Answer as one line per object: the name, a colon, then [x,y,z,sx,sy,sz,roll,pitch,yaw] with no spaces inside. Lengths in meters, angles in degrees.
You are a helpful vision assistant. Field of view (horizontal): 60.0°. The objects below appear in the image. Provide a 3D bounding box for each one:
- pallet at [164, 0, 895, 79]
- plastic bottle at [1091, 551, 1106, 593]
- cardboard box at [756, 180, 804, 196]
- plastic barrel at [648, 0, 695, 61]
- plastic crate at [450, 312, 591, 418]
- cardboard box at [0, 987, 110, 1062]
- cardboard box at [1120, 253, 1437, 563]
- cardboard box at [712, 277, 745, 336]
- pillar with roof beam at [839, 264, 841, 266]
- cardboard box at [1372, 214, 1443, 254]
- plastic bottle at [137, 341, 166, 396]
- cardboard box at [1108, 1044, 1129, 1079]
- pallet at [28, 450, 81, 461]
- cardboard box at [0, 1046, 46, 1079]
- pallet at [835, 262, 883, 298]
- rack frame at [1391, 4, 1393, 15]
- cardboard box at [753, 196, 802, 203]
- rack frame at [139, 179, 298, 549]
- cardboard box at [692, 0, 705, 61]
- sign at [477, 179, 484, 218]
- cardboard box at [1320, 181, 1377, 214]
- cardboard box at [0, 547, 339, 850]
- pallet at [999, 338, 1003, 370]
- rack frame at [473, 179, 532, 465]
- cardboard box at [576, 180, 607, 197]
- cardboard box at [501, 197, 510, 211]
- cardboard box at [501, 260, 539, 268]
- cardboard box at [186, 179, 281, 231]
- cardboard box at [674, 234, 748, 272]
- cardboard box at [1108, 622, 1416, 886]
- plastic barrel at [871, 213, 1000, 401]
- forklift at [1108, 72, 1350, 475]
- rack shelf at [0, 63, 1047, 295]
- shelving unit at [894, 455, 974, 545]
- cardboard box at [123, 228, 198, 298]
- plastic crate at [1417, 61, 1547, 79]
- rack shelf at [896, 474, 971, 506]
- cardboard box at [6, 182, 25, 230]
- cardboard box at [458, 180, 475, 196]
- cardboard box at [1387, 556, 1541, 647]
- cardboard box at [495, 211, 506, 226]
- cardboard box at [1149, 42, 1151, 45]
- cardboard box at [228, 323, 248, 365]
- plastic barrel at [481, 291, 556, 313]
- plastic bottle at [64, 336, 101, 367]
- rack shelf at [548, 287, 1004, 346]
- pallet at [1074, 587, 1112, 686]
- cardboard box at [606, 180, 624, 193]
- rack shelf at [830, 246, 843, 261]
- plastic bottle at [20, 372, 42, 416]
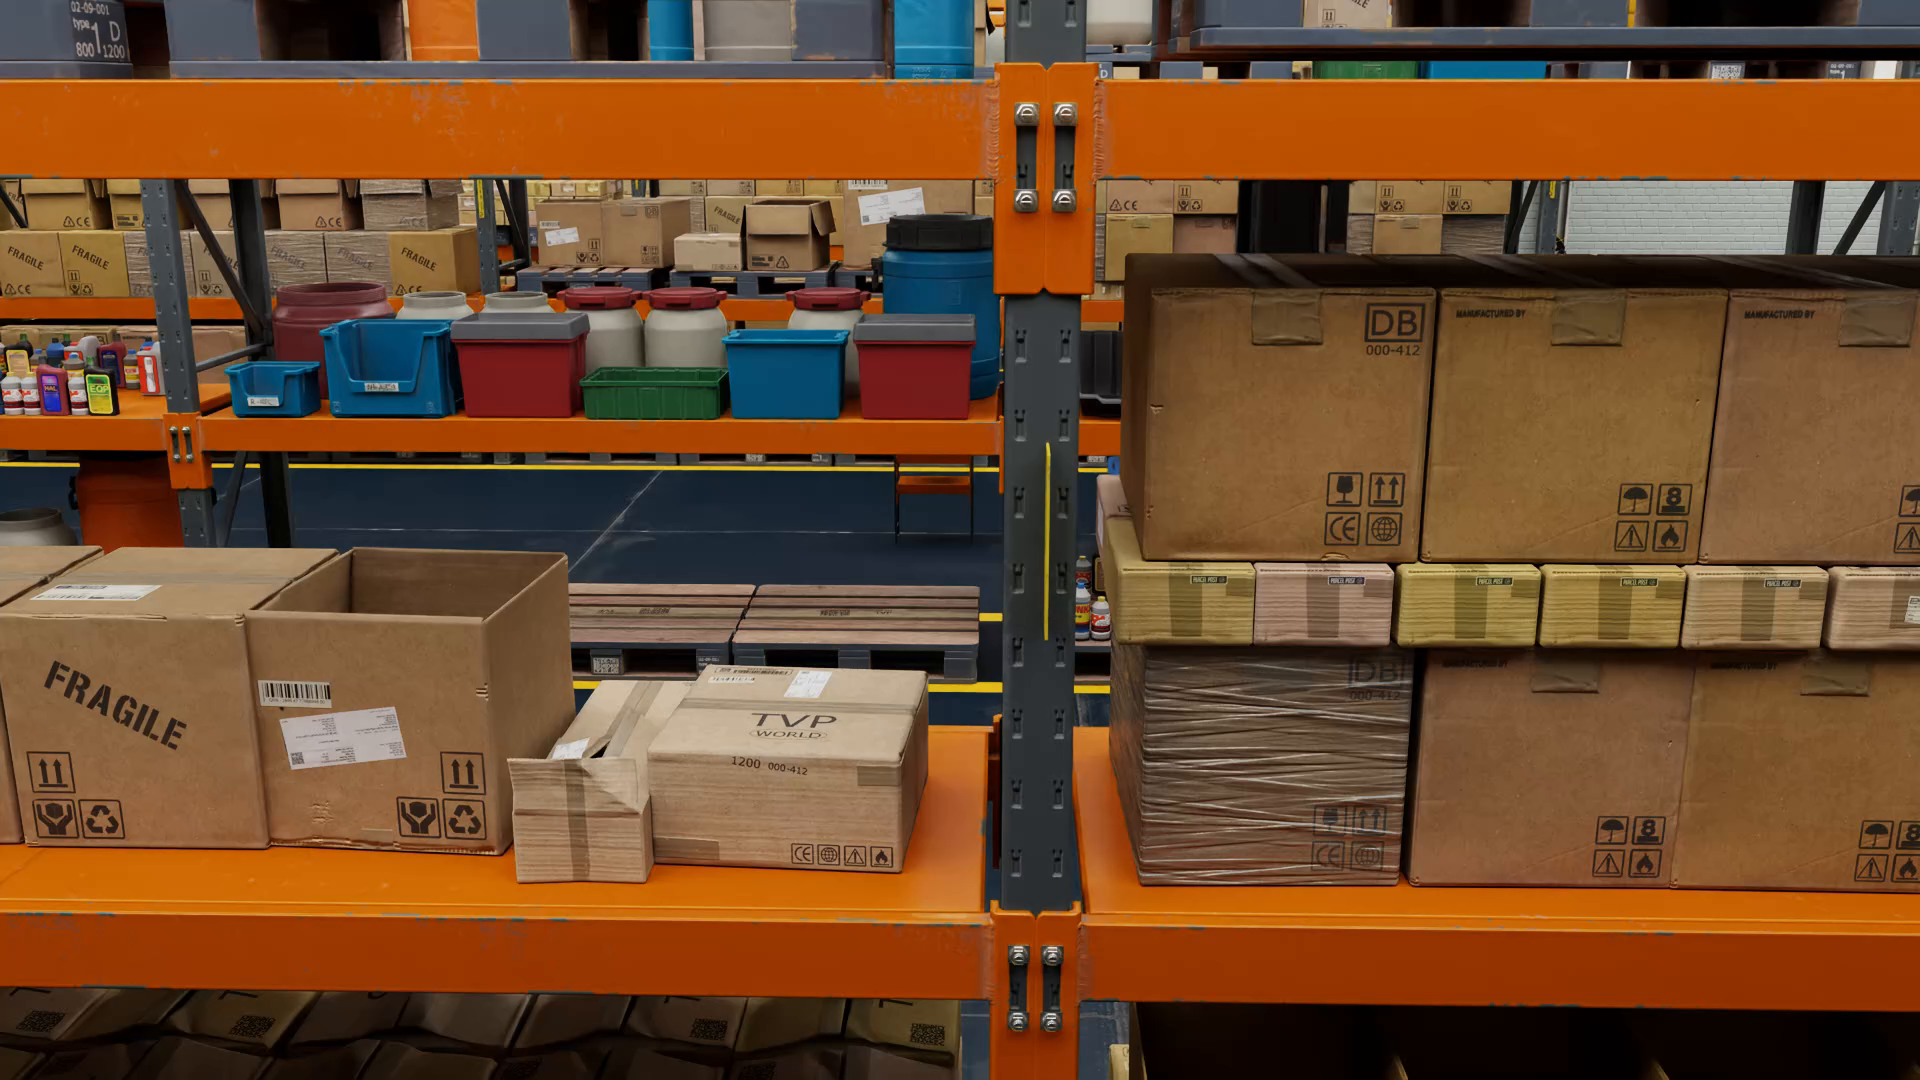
pallet: [-0.730,-0.974,3.148,1.217,0.209,0.805,0,15,-1]
plastic bottle: [0.772,0.142,8.883,0.133,0.283,0.061,1,15,4]
cardboard box: [-1.895,-3.951,17.781,0.500,0.500,0.700,0,15,1]
plastic barrel: [-1.539,-2.527,7.674,0.708,0.901,0.600,0,15,1]
plastic crate: [-2.109,-0.846,8.040,0.583,0.464,0.402,0,15,1]
cardboard box: [-2.292,1.161,4.025,0.500,0.311,0.500,0,15,1]
cardboard box: [0.596,-0.288,3.314,0.500,0.500,0.700,0,15,2]
cardboard box: [-2.756,-2.519,18.095,0.750,0.750,1.050,0,15,1]
pillar with roof beam: [-1.997,-7.984,23.461,0.400,9.000,9.100,0,15,1]
cardboard box: [3.356,-2.290,12.860,0.500,0.500,0.875,0,15,1]
plastic bottle: [-4.144,-0.890,8.576,0.135,0.276,0.152,0,15,1]
cardboard box: [0.621,1.460,3.994,0.500,0.250,0.500,0,15,1]
pallet: [-6.815,-0.858,13.680,1.213,0.211,1.003,0,15,1]
cardboard box: [-2.295,1.299,3.505,0.500,0.311,0.500,0,15,0]
pallet: [-0.351,-2.090,13.257,1.213,0.211,1.003,0,15,1]
rack frame: [4.635,-6.279,17.001,0.127,3.000,1.000,0,15,1]
cardboard box: [-1.908,-3.401,17.656,0.500,0.500,0.500,0,15,1]
rack frame: [-3.716,-0.903,8.384,0.127,3.000,1.000,0,15,1]
cardboard box: [-2.117,-3.833,12.430,0.500,0.500,0.500,0,15,0]
sign: [-3.601,-2.585,12.487,0.005,0.325,0.100,0,15,1]
cardboard box: [2.852,-2.736,12.592,0.500,0.500,0.500,0,15,1]
cardboard box: [-1.642,0.322,3.545,0.500,0.500,0.500,0,15,2]
pallet: [-0.137,-2.042,18.167,1.213,0.211,1.003,0,15,1]
rack frame: [-3.590,-2.166,13.172,0.127,3.000,1.000,0,15,1]
cardboard box: [-3.864,-3.686,17.435,0.250,0.149,0.380,0,15,-1]
cardboard box: [-4.648,-3.547,17.492,0.250,0.149,0.380,0,15,2]
cardboard box: [-5.810,-3.908,23.114,0.875,0.875,0.875,1,15,3]
cardboard box: [-5.642,-2.716,13.094,0.637,0.503,0.797,1,15,3]
cardboard box: [-1.920,-2.227,12.873,0.500,0.250,0.500,0,15,0]
cardboard box: [0.596,0.339,3.480,0.500,0.500,0.700,0,15,0]
plastic barrel: [-0.096,-1.199,8.524,0.708,0.901,0.600,0,15,1]
forklift: [2.494,-1.426,10.498,3.031,2.935,1.130,0,15,0]
rack shelf: [-1.847,-0.730,3.256,4.000,0.370,1.077,0,15,1]
shelving unit: [-0.165,-0.581,10.691,0.503,1.200,0.258,0,15,1]
cardboard box: [-6.132,-2.168,12.980,0.500,0.500,0.500,0,15,0]
plastic crate: [2.367,-2.230,7.562,0.575,0.384,0.392,0,15,1]
rack shelf: [-0.165,-0.324,10.759,0.480,0.148,0.258,0,15,1]
cardboard box: [-9.893,-3.598,17.819,0.500,0.500,0.500,1,15,2]
cardboard box: [-5.156,-3.695,17.469,0.250,0.149,0.380,1,15,4]
cardboard box: [0.925,0.078,3.197,0.250,0.149,0.380,0,15,0]
cardboard box: [-4.890,-3.406,17.538,0.250,0.149,0.380,0,15,-1]
cardboard box: [1.511,-3.648,12.420,0.250,0.149,0.380,1,15,3]
cardboard box: [-5.170,-1.360,13.456,0.875,0.875,1.225,0,15,2]
plastic barrel: [-2.261,-1.002,8.540,0.421,0.512,0.421,0,15,0]
plastic bottle: [-4.603,-0.932,8.734,0.135,0.276,0.152,0,15,1]
rack shelf: [-1.590,-1.806,13.214,4.000,0.370,1.077,0,15,1]
pallet: [0.953,0.486,8.584,1.213,0.211,1.003,0,15,1]
cardboard box: [-3.823,-3.852,18.065,0.250,0.149,0.380,0,15,2]
rack shelf: [-1.363,-3.070,18.006,4.000,0.370,1.077,0,15,1]
plastic bottle: [-4.477,-0.708,8.033,0.097,0.201,0.097,0,15,0]
